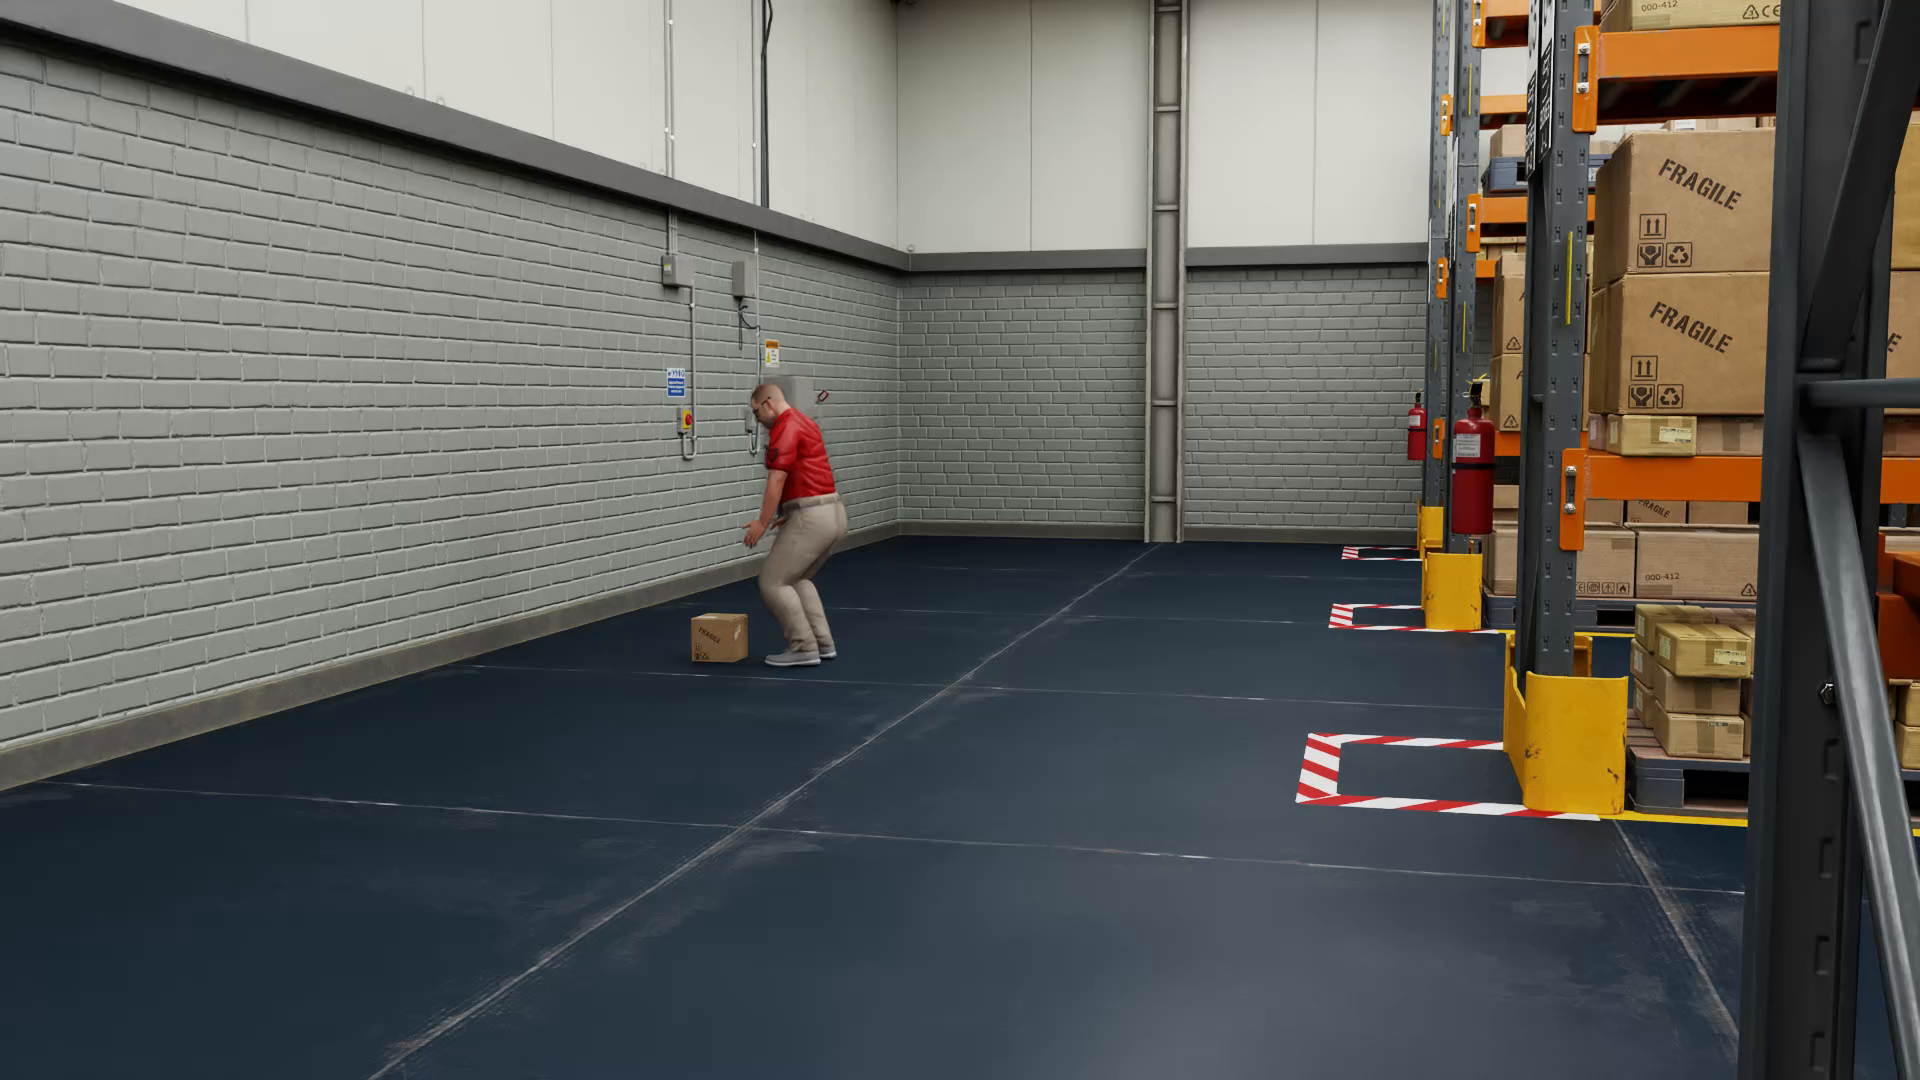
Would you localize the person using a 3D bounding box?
[{"bbox_3d":[-0.992,-0.118,9.512,0.602,1.656,0.475,1,5,13],"label":"person"}]
